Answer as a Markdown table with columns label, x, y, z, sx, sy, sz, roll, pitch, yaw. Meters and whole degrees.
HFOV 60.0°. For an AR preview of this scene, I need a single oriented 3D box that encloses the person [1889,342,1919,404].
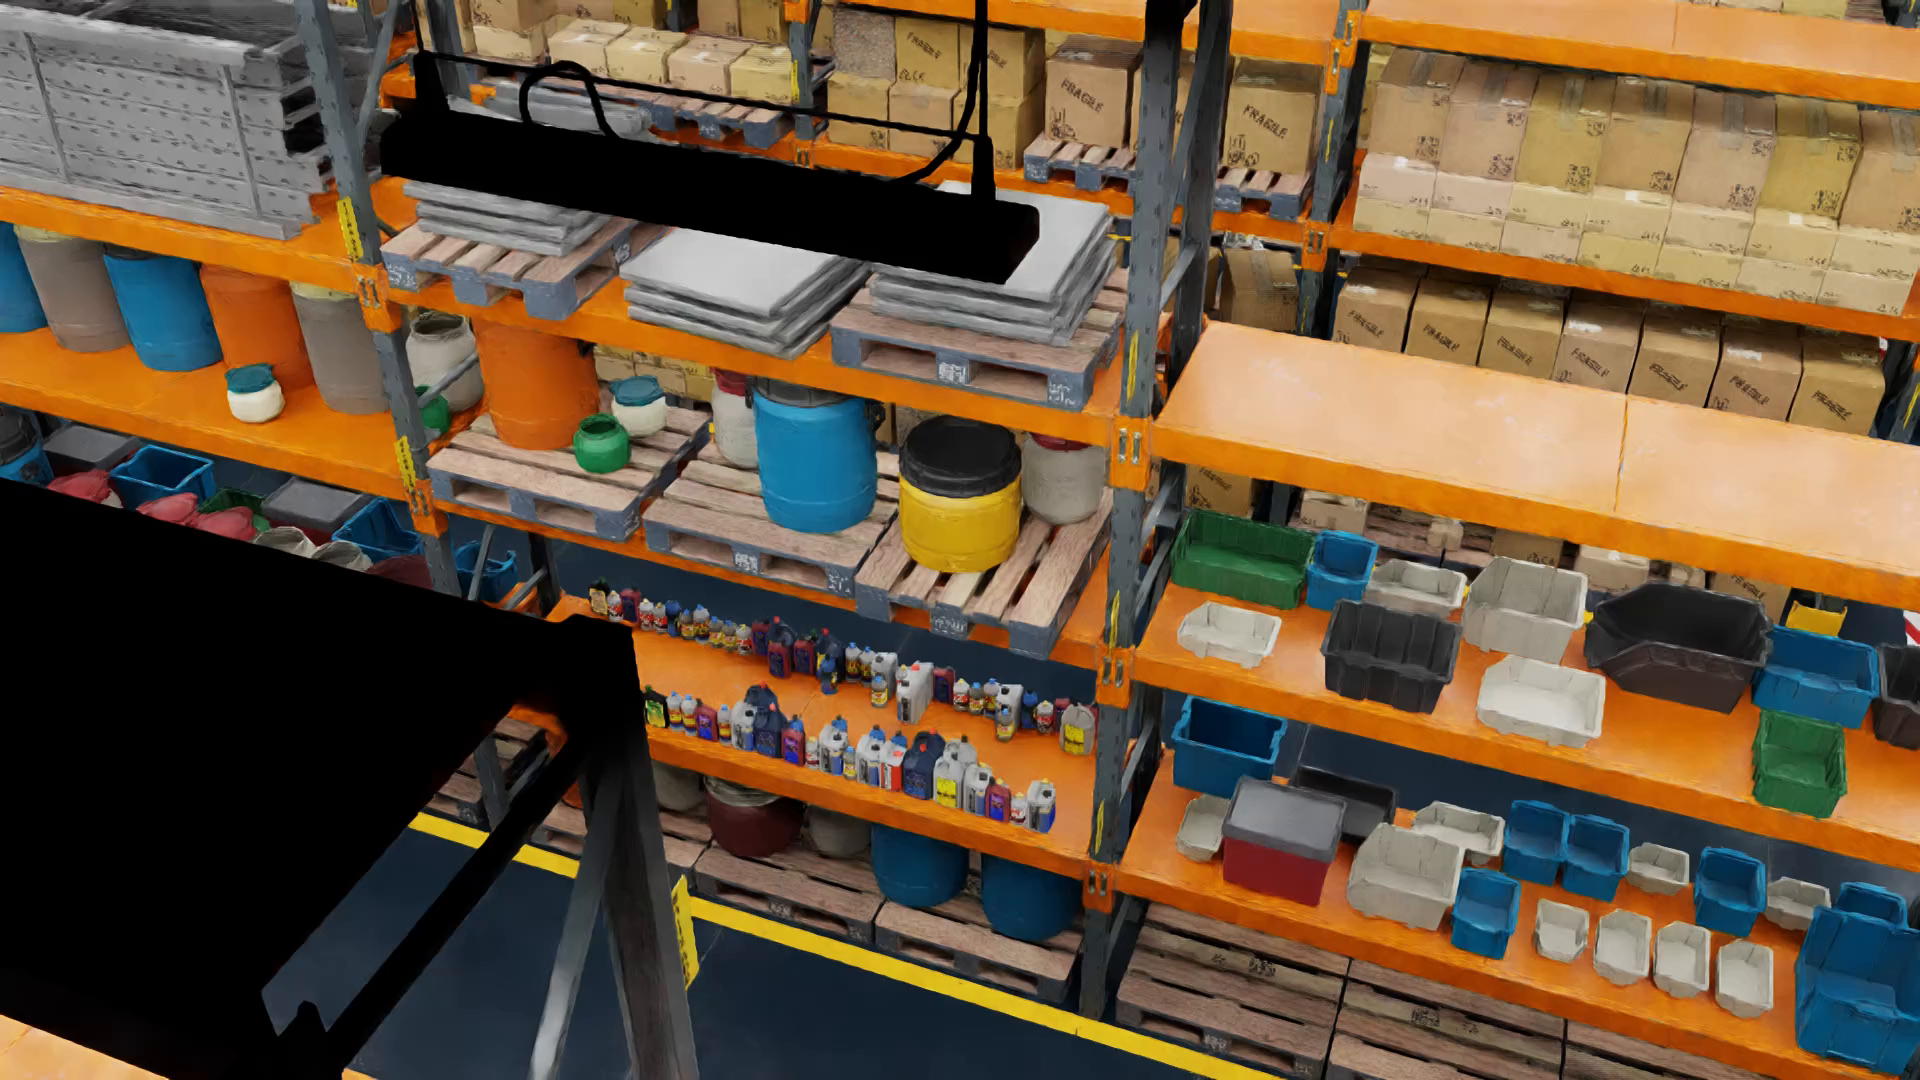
| label | x | y | z | sx | sy | sz | roll | pitch | yaw |
| --- | --- | --- | --- | --- | --- | --- | --- | --- | --- |
| person | 8.547 | -2.073 | 14.735 | 0.746 | 1.726 | 0.646 | -4 | 37 | -5 |

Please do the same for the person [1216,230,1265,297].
| label | x | y | z | sx | sy | sz | roll | pitch | yaw |
| --- | --- | --- | --- | --- | --- | --- | --- | --- | --- |
| person | 2.622 | -2.587 | 15.539 | 1.090 | 1.583 | 0.497 | 15 | 39 | 19 |
